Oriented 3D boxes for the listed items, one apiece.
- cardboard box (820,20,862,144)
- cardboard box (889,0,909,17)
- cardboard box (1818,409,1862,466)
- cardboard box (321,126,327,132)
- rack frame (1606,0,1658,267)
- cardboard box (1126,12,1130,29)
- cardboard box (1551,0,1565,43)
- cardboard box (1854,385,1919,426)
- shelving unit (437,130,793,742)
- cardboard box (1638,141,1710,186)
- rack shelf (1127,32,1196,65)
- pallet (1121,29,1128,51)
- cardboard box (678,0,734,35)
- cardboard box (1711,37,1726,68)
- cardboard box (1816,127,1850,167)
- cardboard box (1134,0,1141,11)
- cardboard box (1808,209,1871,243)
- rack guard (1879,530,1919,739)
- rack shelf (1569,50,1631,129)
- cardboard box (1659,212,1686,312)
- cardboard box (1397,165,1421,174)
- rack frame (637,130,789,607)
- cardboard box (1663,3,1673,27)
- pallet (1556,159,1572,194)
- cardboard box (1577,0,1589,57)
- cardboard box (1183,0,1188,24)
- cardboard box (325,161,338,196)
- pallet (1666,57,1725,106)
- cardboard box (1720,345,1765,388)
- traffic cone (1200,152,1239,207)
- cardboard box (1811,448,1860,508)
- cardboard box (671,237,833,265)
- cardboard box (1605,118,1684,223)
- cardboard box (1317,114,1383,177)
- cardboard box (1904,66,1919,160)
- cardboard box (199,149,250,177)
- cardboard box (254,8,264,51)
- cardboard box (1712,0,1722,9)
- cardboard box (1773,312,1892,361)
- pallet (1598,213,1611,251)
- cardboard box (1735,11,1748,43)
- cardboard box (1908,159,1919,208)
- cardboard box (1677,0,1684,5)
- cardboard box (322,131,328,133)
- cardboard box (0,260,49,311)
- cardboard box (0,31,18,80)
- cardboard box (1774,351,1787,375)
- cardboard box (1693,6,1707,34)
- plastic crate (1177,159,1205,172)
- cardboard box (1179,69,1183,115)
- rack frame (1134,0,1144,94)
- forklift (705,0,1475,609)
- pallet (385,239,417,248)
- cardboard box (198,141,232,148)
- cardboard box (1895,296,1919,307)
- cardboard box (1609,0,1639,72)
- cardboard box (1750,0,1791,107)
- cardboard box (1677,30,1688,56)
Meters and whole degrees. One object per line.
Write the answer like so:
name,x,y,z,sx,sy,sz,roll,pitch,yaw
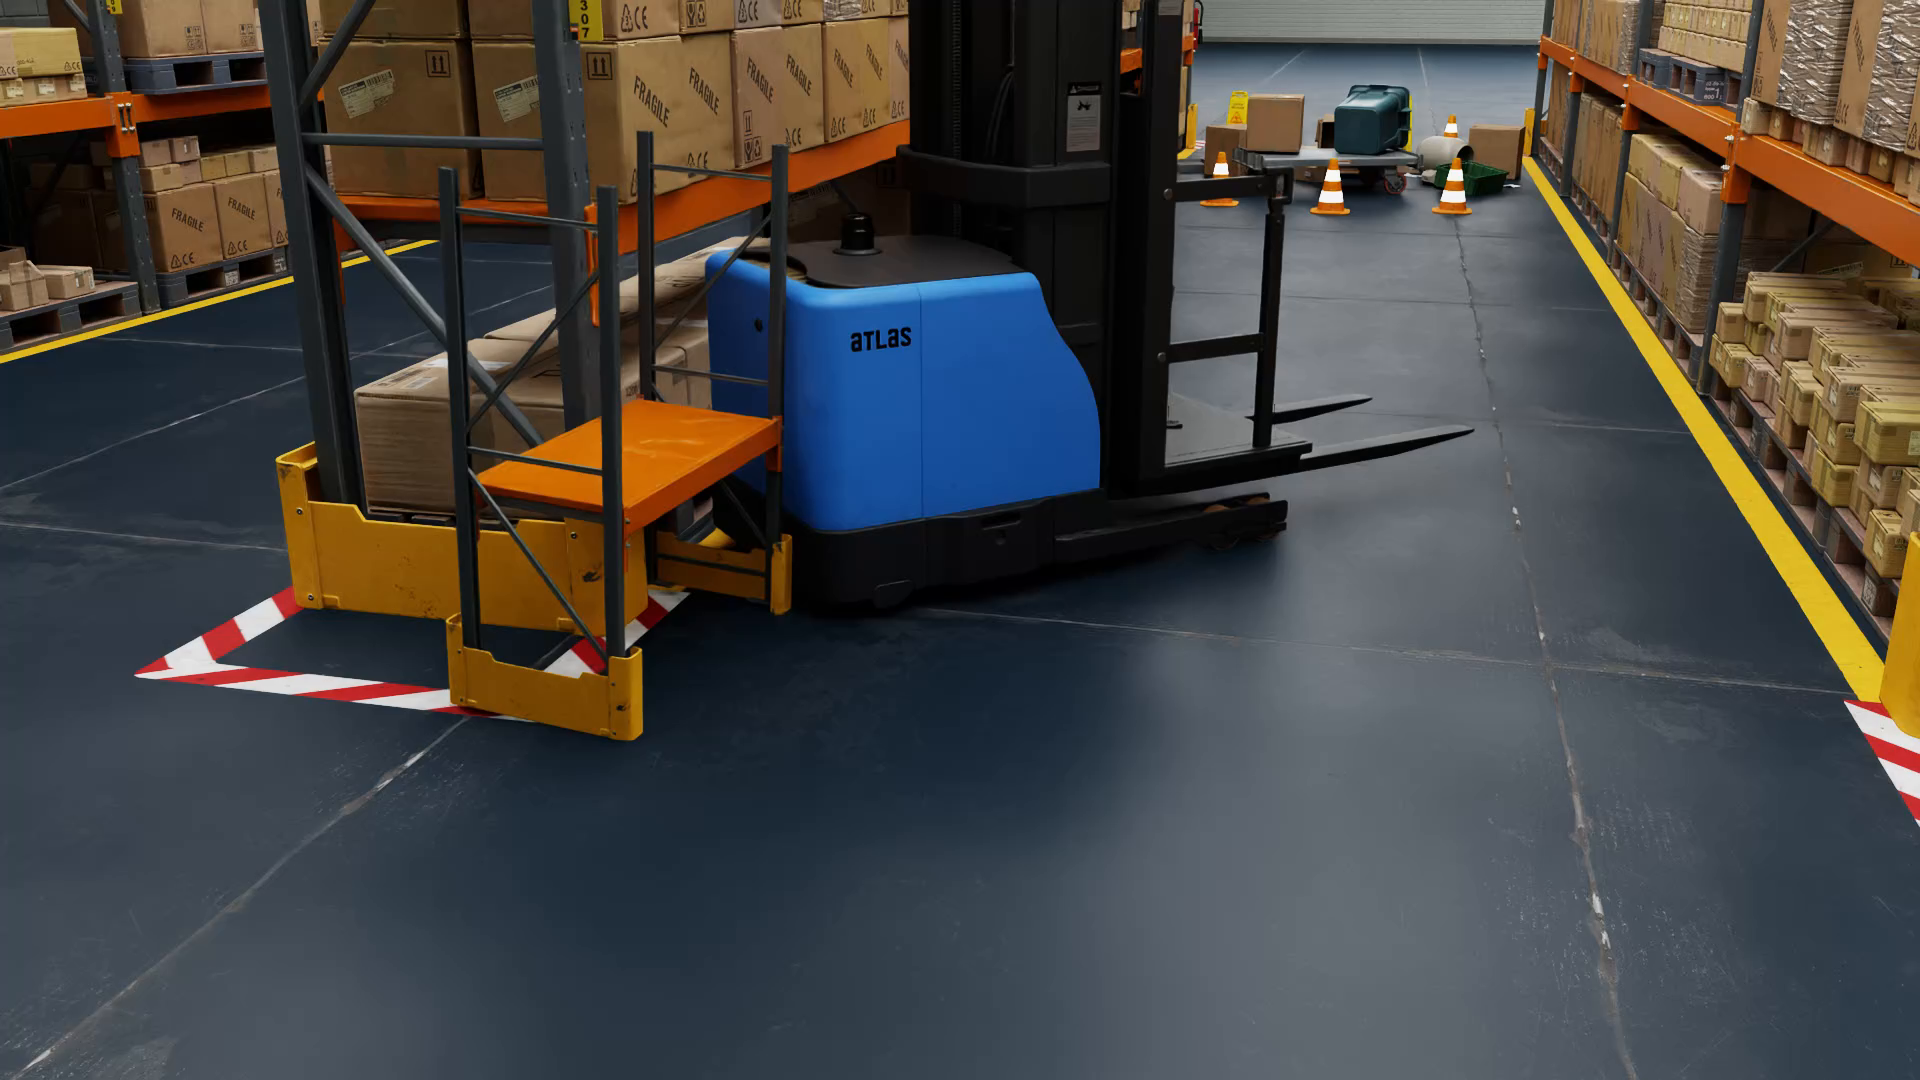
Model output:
cardboard box,-0.745,-2.029,7.334,0.500,0.500,0.500,4,19,13
cardboard box,-0.498,-2.819,8.098,0.500,0.500,0.500,4,19,13
cardboard box,3.289,-0.360,5.901,0.380,0.149,0.250,5,19,14
cardboard box,-4.991,-3.131,12.928,0.380,0.149,0.250,5,19,14
rack frame,5.152,-3.363,11.391,1.000,3.000,0.127,5,19,13
cardboard box,1.337,-4.707,15.068,0.380,0.149,0.250,4,19,12
cardboard box,6.688,-5.481,17.363,0.875,0.550,0.550,5,19,13
cardboard box,3.263,-0.414,5.599,0.380,0.149,0.250,4,19,11
shelving unit,-0.964,-0.361,4.863,0.587,1.500,1.083,10,21,17
cardboard box,4.625,-2.377,10.564,0.500,0.250,0.500,4,19,13
rack shelf,1.793,-5.262,18.065,1.077,0.370,4.000,5,19,13
pallet,0.977,-4.657,15.477,1.003,0.211,1.213,5,19,13
cardboard box,-1.115,-2.025,5.775,0.500,0.500,0.500,4,19,12
cardboard box,4.329,-2.654,9.057,0.380,0.149,0.250,4,19,11
cardboard box,3.513,-1.510,6.358,0.380,0.149,0.250,6,20,16
cardboard box,1.414,-5.199,15.505,0.500,0.500,0.500,4,19,12
cardboard box,4.611,-1.690,8.553,0.500,0.250,0.500,4,19,11
rack guard,3.216,0.304,4.524,1.175,0.500,0.348,5,19,13
rack shelf,5.640,-3.649,13.343,1.077,0.370,4.000,5,19,13
cardboard box,4.237,-1.537,9.265,0.500,0.500,0.500,4,19,12
cardboard box,4.763,-4.007,17.507,0.396,0.266,0.258,8,21,23
rack frame,-0.797,-0.523,5.326,0.500,1.500,0.032,10,21,17
cardboard box,4.839,-3.448,10.919,0.380,0.149,0.250,6,20,16
pallet,6.391,-3.529,16.192,1.003,0.211,1.213,5,19,13
cardboard box,5.740,-4.520,14.625,0.500,0.500,0.500,5,19,14
cardboard box,2.289,-6.069,18.700,0.500,0.500,0.500,5,19,14
cardboard box,-4.749,-2.494,12.067,0.500,0.500,0.500,4,19,11
pallet,4.708,-2.648,9.596,1.003,0.211,1.213,5,19,13
cardboard box,3.709,-0.786,7.610,0.380,0.149,0.250,5,20,15
traffic cone,2.359,-3.276,15.062,0.336,0.463,0.334,5,19,13
cardboard box,3.285,-0.214,5.935,0.380,0.149,0.250,4,19,11
cardboard box,-0.908,-1.266,8.568,0.875,0.438,0.875,4,19,13
cardboard box,5.388,-2.680,12.225,1.050,0.750,0.750,4,19,13
cardboard box,4.087,-4.068,17.109,0.797,0.637,0.503,5,19,13
cardboard box,3.188,-1.365,4.929,0.500,0.500,0.500,4,19,12
cardboard box,-5.021,-2.534,11.181,0.380,0.149,0.250,4,19,12
cardboard box,-4.753,-3.399,11.057,0.396,0.266,0.258,6,20,16
cardboard box,4.402,-3.020,9.207,0.380,0.149,0.250,4,19,11
cardboard box,3.568,-0.827,6.808,0.380,0.149,0.250,5,20,15
pallet,5.417,-2.284,12.548,1.003,0.211,1.213,5,19,13
cardboard box,4.207,-2.630,8.525,0.380,0.149,0.250,6,20,16
cardboard box,3.186,-1.097,5.148,0.380,0.149,0.250,5,20,15
cardboard box,4.724,-3.433,10.417,0.380,0.149,0.250,5,19,13
cardboard box,-4.615,-3.014,12.586,0.380,0.149,0.250,5,20,15
cardboard box,-5.403,-1.454,9.384,0.396,0.266,0.258,5,20,15
cardboard box,-5.460,-2.592,8.906,0.500,0.250,0.500,5,19,14
cardboard box,3.707,-0.761,7.075,0.380,0.149,0.250,4,19,11
cardboard box,4.526,-3.044,9.737,0.380,0.149,0.250,4,19,13
plastic crate,2.483,-4.021,17.837,0.402,0.080,0.583,-2,19,-6
cardboard box,2.215,-5.046,18.765,0.500,0.500,0.500,5,20,15
rack frame,1.304,-4.976,16.114,1.000,3.000,0.127,5,19,13
forklift,0.631,-1.487,6.007,3.031,2.935,1.130,-10,21,-27
pallet,-4.706,-2.562,13.362,1.003,0.211,1.213,5,19,13
cardboard box,-5.379,-2.729,11.750,0.380,0.149,0.250,5,19,14
cardboard box,4.262,-0.946,7.157,0.380,0.149,0.250,4,19,13
cardboard box,5.125,-3.728,12.308,0.500,0.500,0.500,5,19,13
cardboard box,3.809,-2.162,7.260,0.500,0.500,0.500,4,19,12
cardboard box,4.651,-3.065,10.258,0.380,0.149,0.250,6,20,16
